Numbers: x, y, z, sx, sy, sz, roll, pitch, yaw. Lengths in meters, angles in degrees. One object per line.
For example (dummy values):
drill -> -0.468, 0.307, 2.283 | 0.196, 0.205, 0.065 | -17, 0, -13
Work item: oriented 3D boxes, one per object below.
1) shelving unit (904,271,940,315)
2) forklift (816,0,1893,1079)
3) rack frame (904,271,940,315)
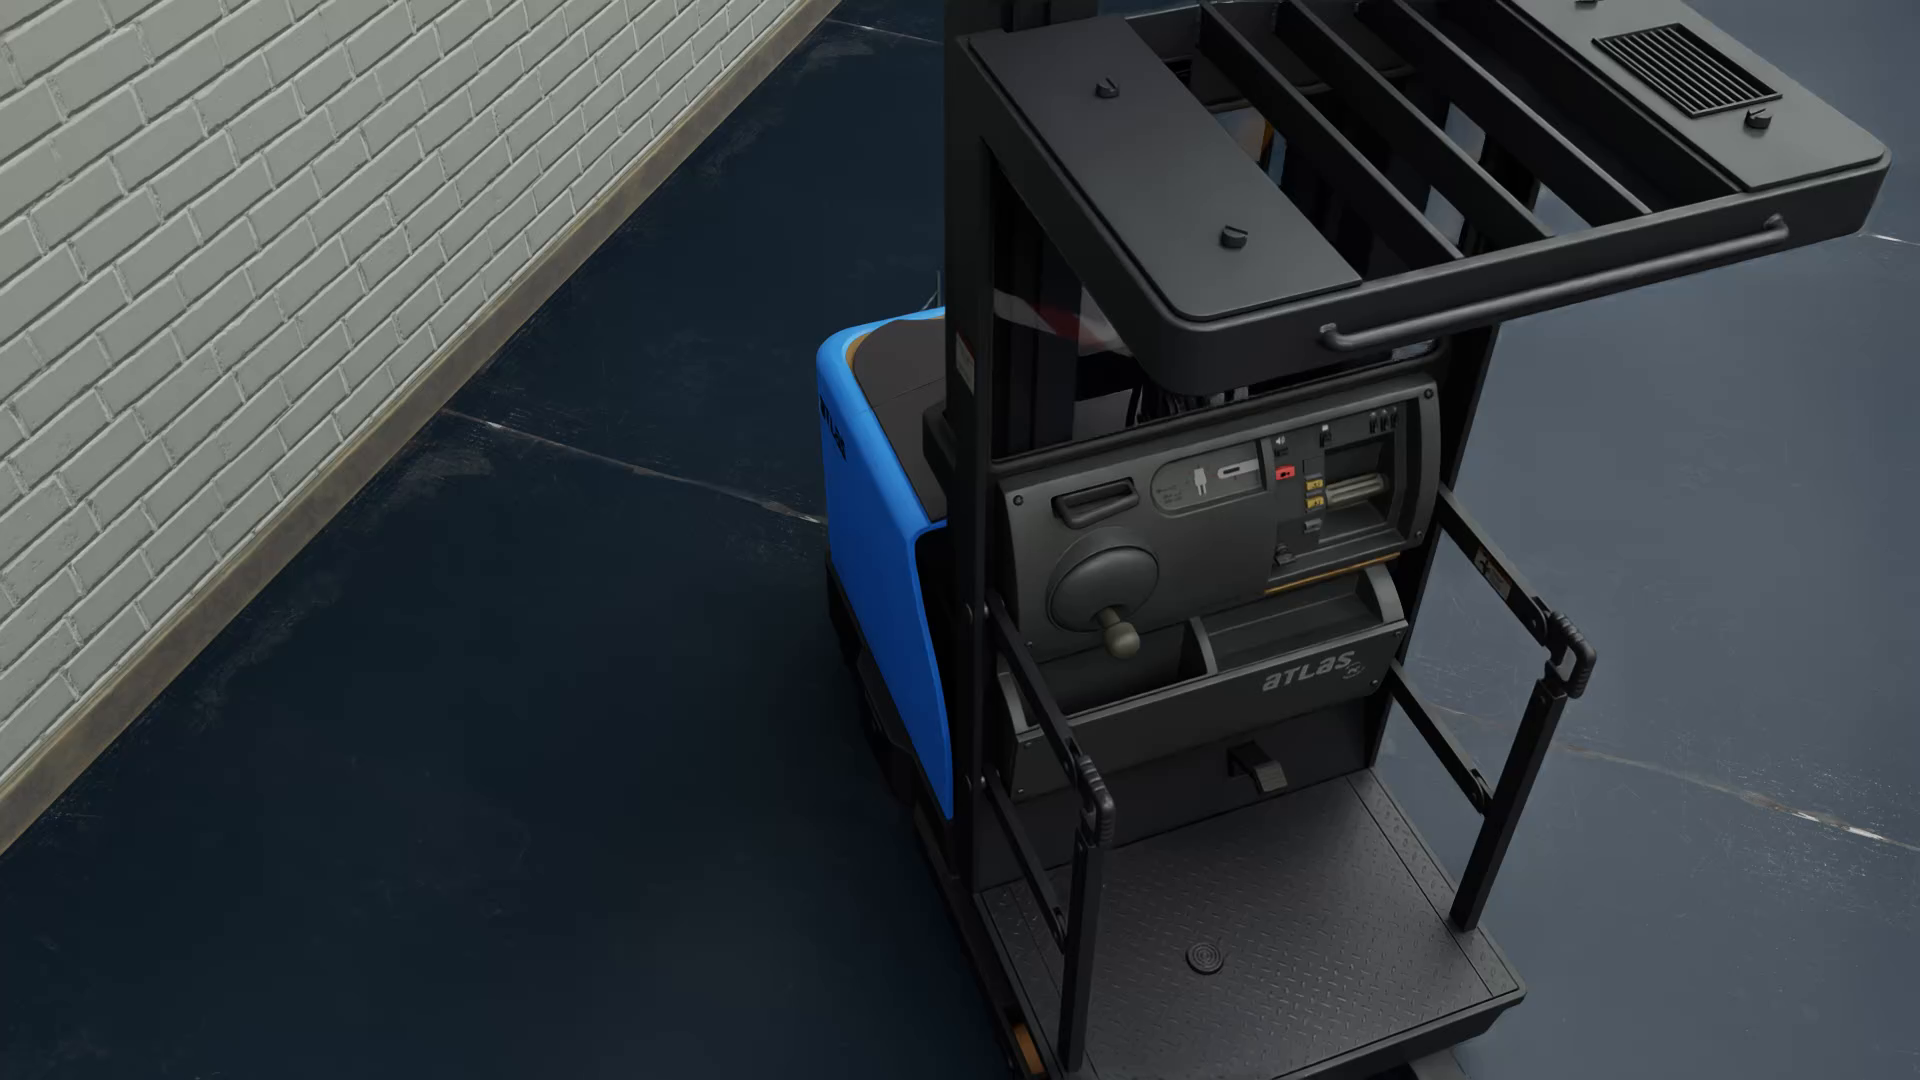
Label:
shelving unit -> -0.016, -0.343, 4.956 | 0.210, 0.900, 0.258 | 18, 48, 17
forklift -> 0.606, 0.048, 3.124 | 1.130, 2.935, 3.031 | -15, 47, -14
rack frame -> -0.109, -0.372, 4.986 | 0.006, 0.900, 0.240 | 18, 48, 17
